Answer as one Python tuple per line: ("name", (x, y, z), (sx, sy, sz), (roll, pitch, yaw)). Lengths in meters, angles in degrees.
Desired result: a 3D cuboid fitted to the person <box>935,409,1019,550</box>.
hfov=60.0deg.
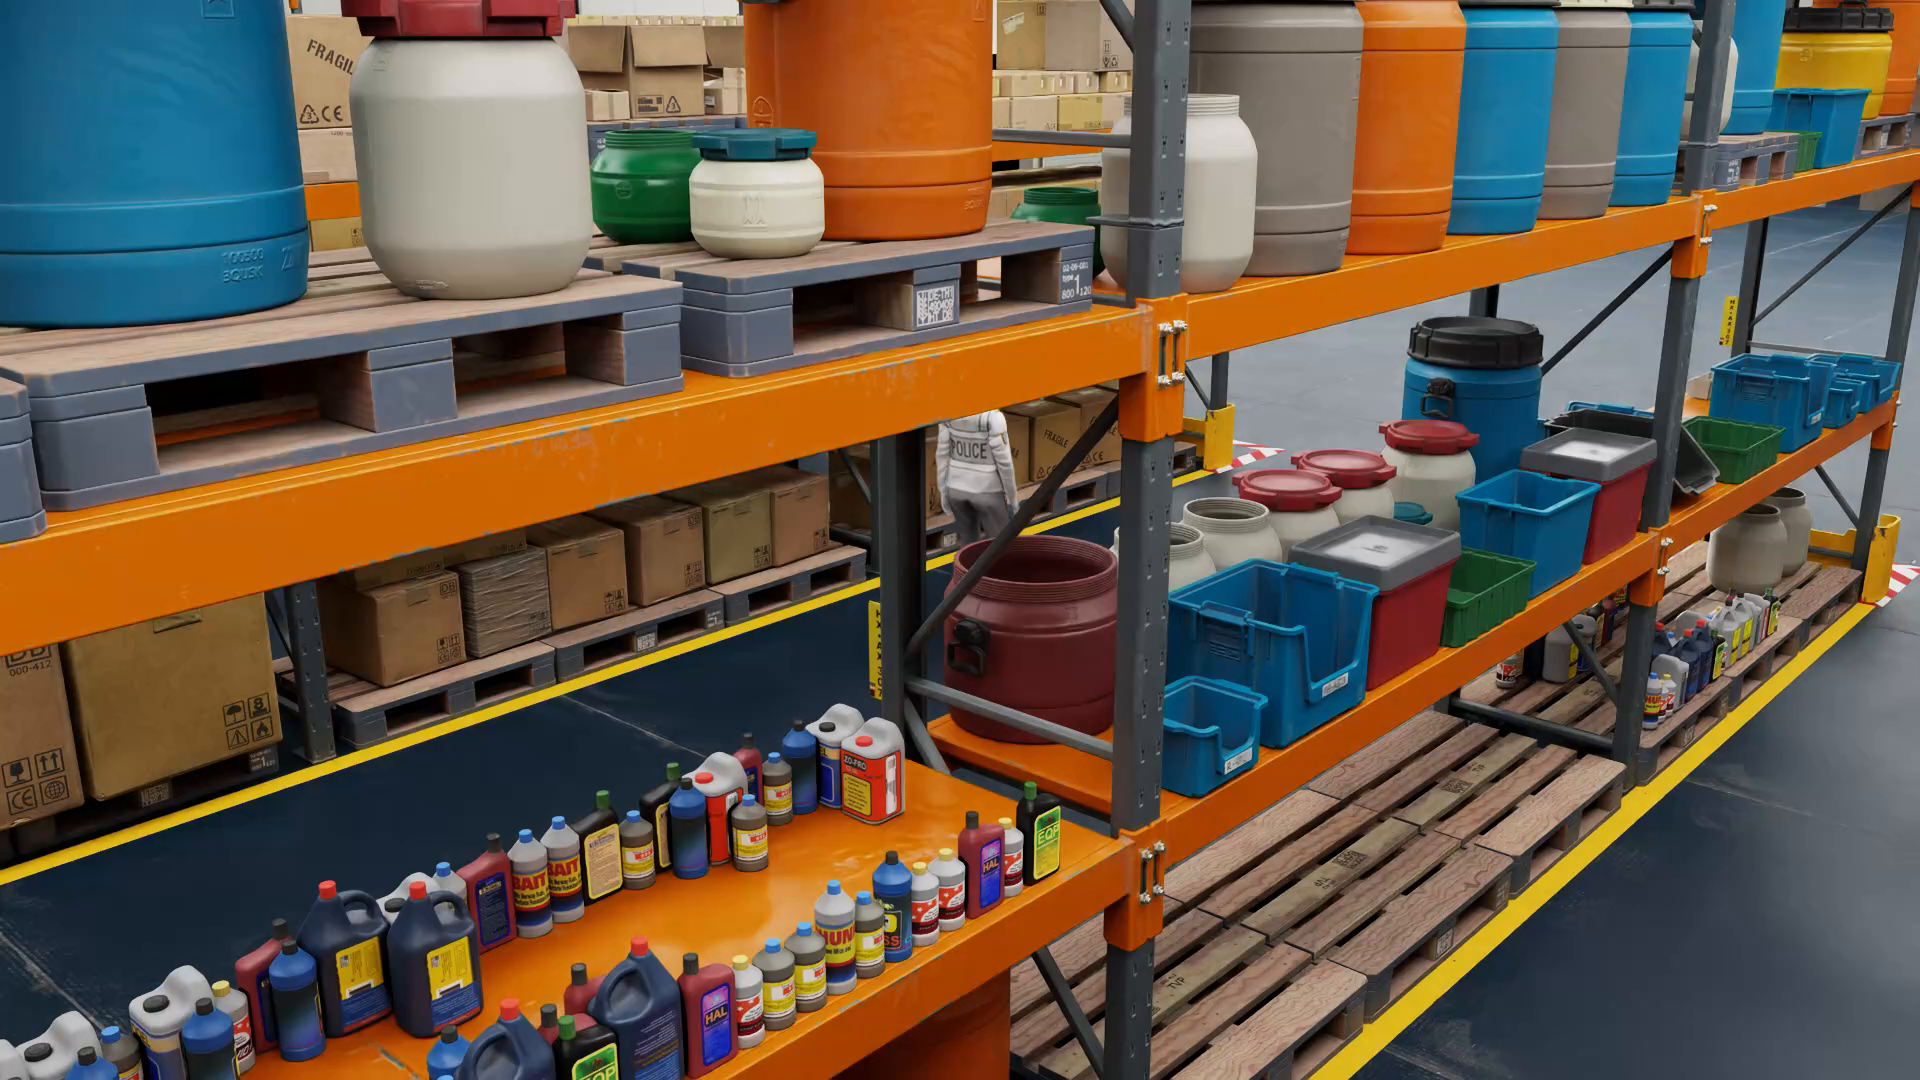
("person", (0.134, -0.295, 10.024), (0.509, 1.689, 0.541), (9, 19, 27))
